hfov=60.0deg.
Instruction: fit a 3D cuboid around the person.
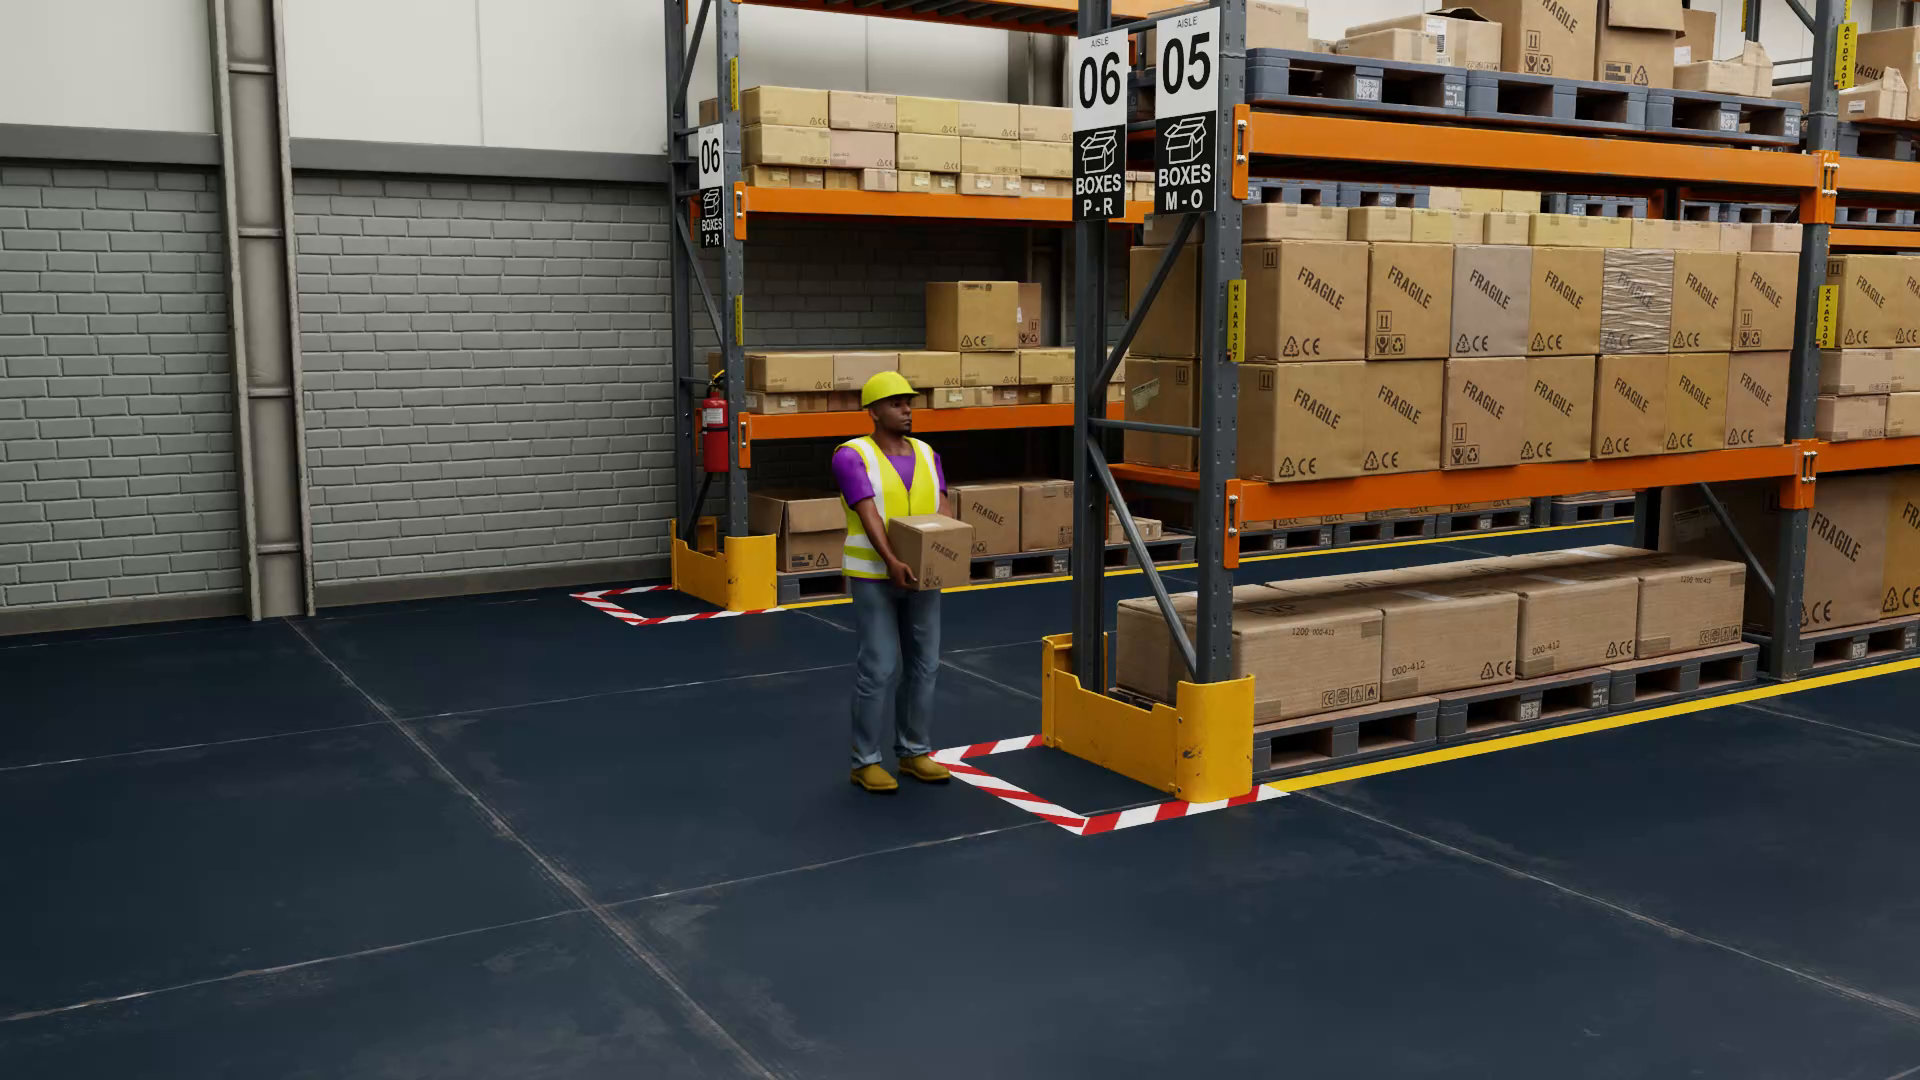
[{"bbox_3d":[-0.233,0.176,7.003,0.510,1.767,0.575,-5,10,-34],"label":"person"}]
